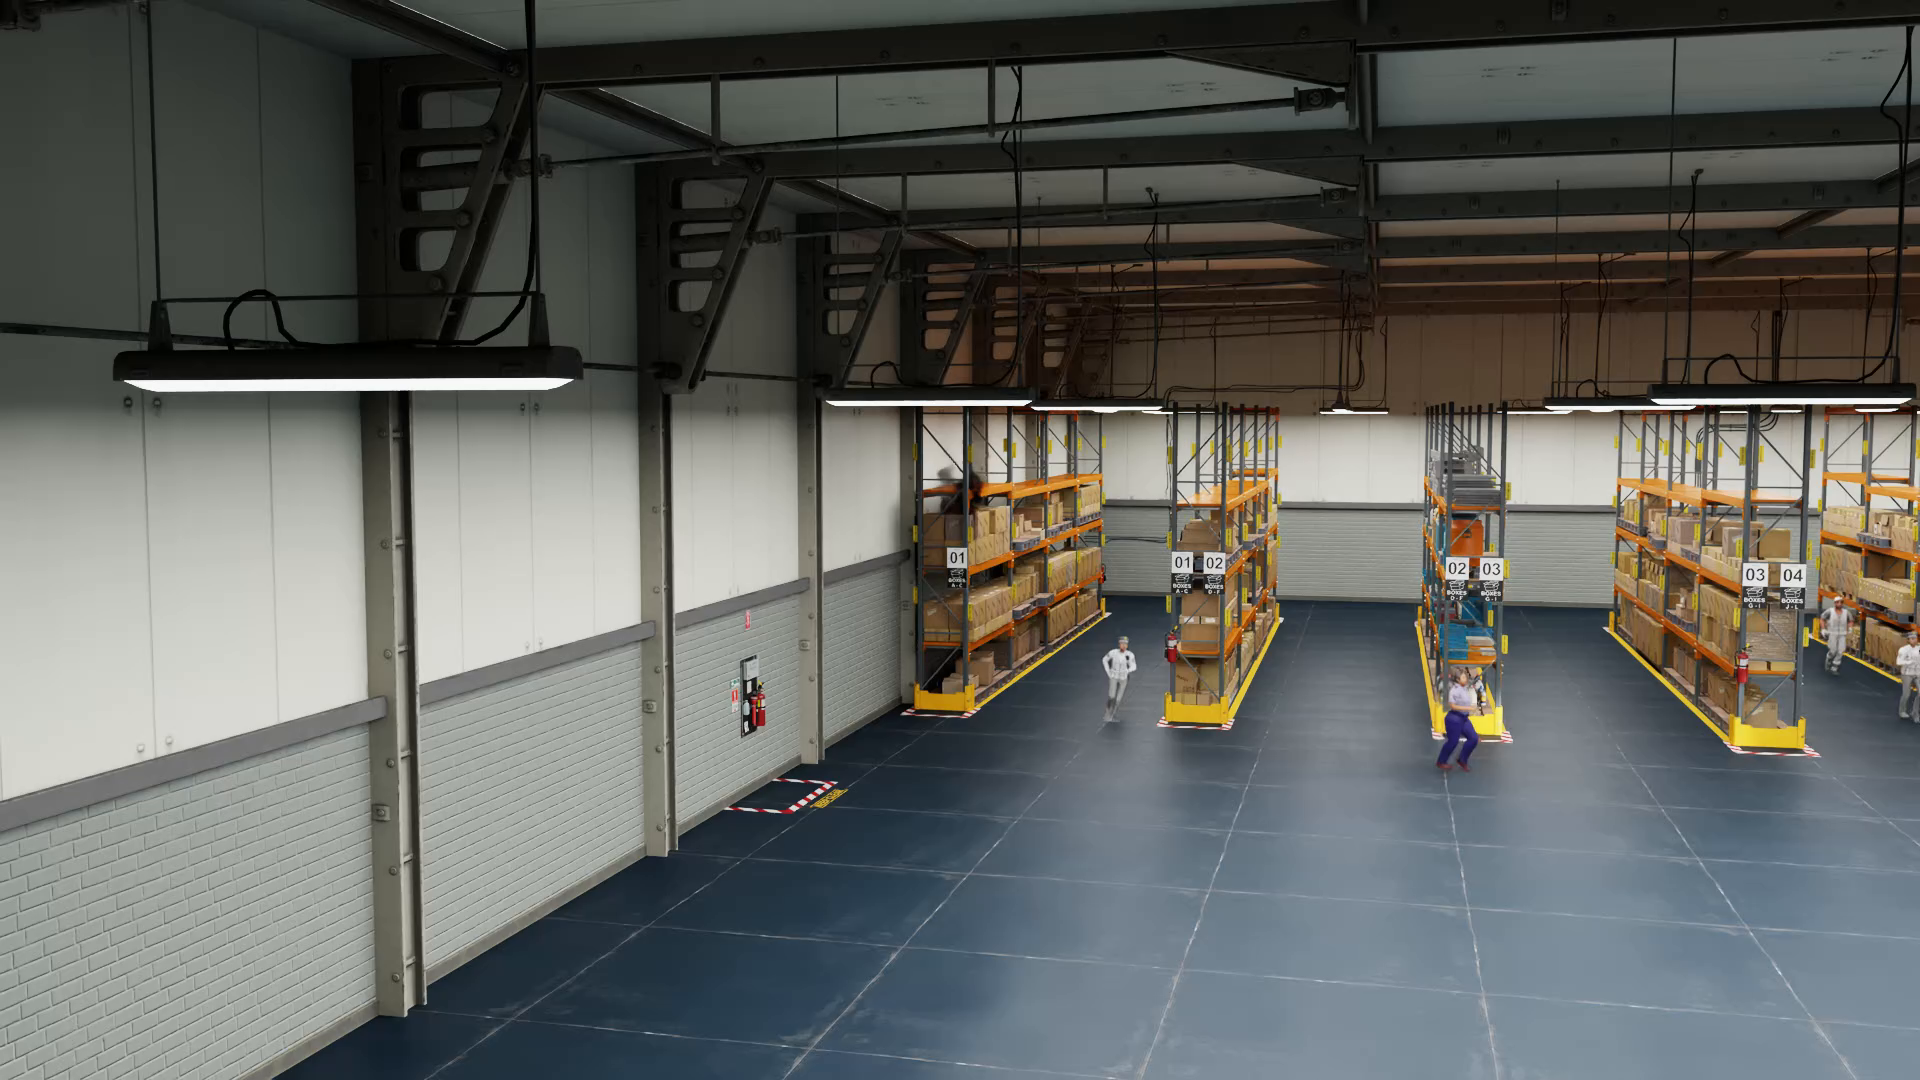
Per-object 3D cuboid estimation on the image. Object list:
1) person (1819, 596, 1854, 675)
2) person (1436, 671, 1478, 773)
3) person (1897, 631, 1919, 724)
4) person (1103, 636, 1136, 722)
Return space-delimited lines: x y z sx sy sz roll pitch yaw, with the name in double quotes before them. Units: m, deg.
"person" 19.481 2.122 36.903 0.669 1.749 0.584 1 4 12
"person" 8.020 2.948 26.765 0.703 1.663 0.592 4 6 42
"person" 17.906 2.575 31.253 0.592 1.729 0.684 1 4 7
"person" 2.990 2.602 31.160 0.611 1.626 0.615 0 4 0
